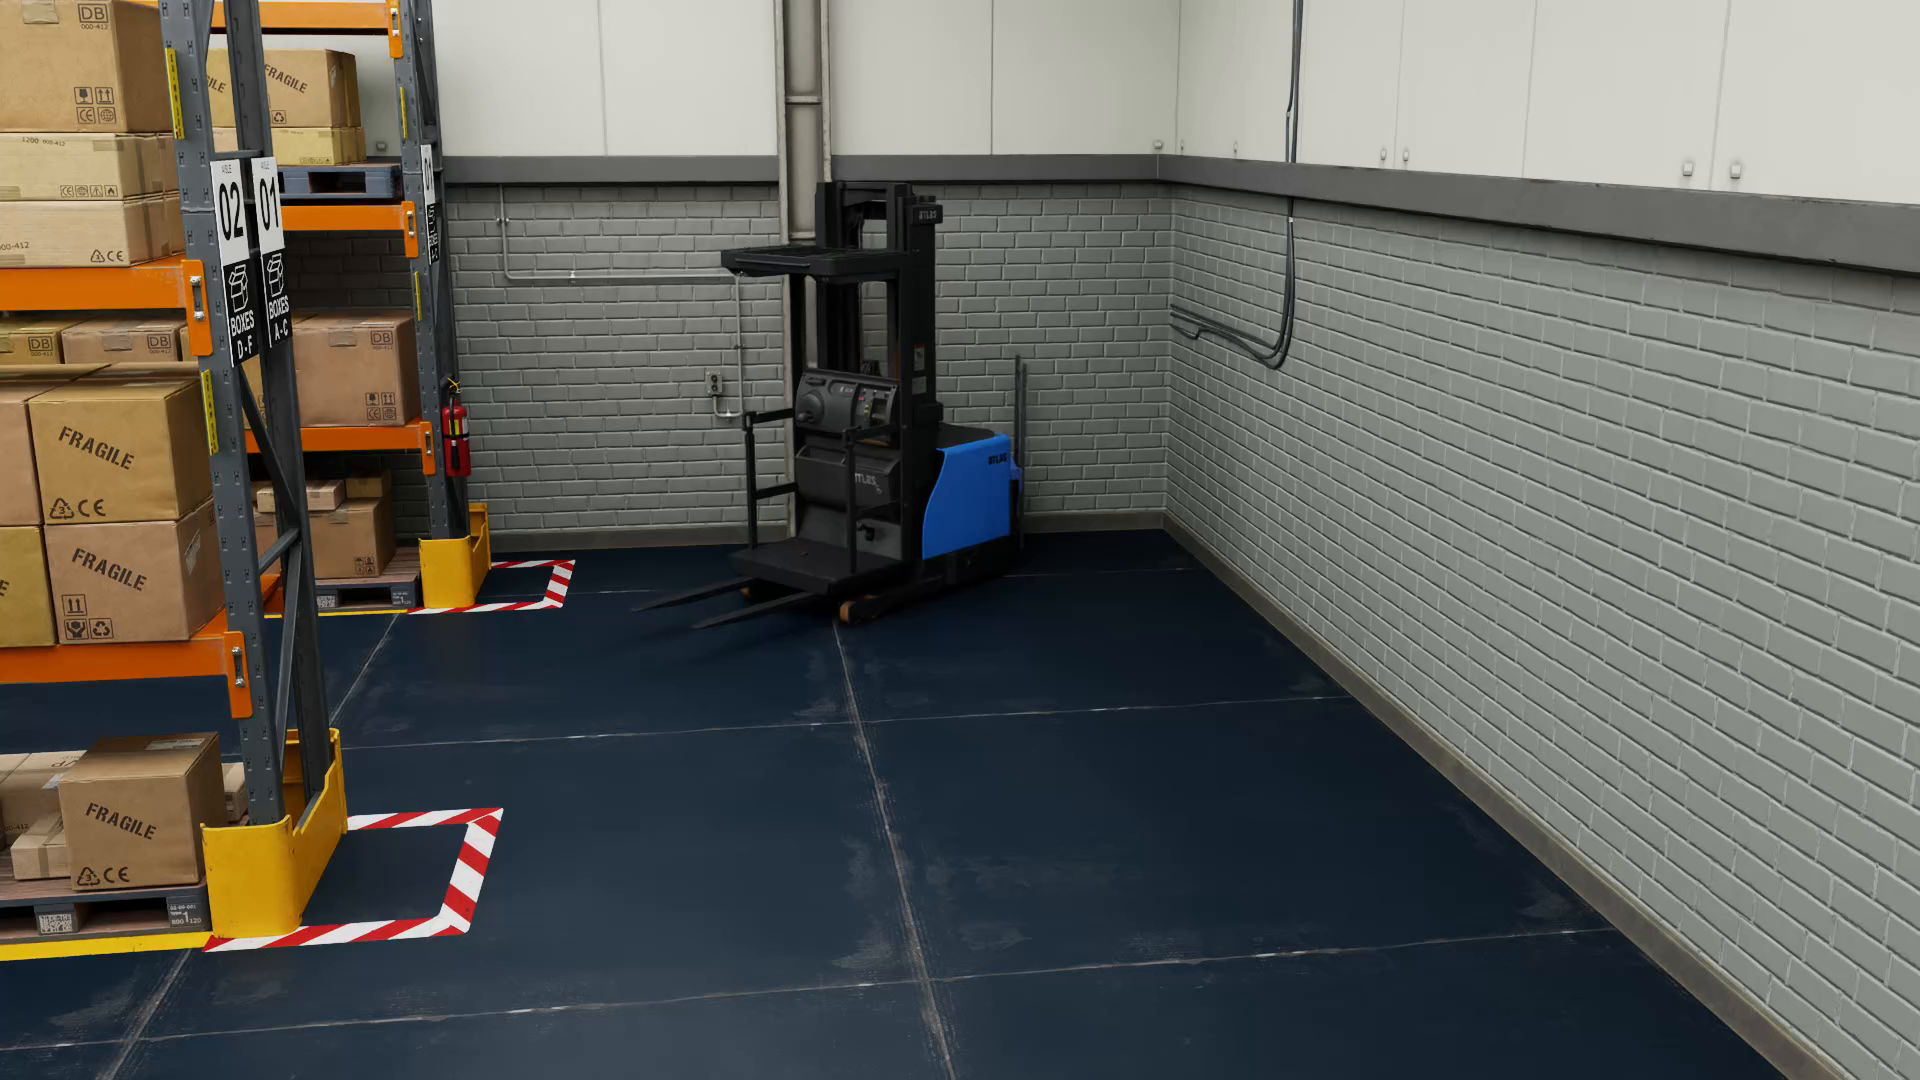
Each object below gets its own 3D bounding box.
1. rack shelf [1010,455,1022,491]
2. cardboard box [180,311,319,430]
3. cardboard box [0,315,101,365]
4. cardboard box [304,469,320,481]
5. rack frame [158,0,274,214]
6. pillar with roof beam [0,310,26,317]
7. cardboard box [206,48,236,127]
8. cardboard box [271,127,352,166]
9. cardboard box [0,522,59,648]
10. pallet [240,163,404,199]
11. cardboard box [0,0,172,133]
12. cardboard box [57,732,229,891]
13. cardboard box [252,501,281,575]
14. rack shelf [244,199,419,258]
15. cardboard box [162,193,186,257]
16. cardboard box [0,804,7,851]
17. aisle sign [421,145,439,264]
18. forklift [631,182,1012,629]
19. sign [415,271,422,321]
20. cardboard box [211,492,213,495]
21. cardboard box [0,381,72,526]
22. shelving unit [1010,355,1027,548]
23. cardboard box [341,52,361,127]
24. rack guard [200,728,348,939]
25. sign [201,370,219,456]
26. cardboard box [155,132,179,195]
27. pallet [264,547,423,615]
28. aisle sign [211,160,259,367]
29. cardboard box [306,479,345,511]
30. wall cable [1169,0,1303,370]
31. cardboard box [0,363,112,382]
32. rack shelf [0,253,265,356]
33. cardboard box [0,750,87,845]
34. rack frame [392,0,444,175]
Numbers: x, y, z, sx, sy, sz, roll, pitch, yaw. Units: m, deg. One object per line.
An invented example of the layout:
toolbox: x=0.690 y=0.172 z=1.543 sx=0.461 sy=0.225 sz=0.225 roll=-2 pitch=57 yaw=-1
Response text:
rack shelf: x=-0.026 y=-0.540 z=13.509 sx=1.000 sy=0.185 sz=0.538 roll=-1 pitch=15 yaw=-5
cardboard box: x=-4.964 y=-1.206 z=11.747 sx=0.700 sy=0.700 sz=0.980 roll=-2 pitch=14 yaw=-9
cardboard box: x=-6.437 y=-1.152 z=11.531 sx=0.700 sy=0.700 sz=0.980 roll=-2 pitch=14 yaw=-10
cardboard box: x=-4.827 y=-0.401 z=12.095 sx=0.250 sy=0.149 sz=0.380 roll=-2 pitch=14 yaw=-8
rack frame: x=-3.001 y=-2.829 z=6.502 sx=0.127 sy=3.000 sz=1.000 roll=-2 pitch=14 yaw=-8
pillar with roof beam: x=-6.494 y=-3.073 z=7.476 sx=0.400 sy=9.000 sz=9.100 roll=-2 pitch=14 yaw=-8
cardboard box: x=-4.923 y=-3.001 z=11.052 sx=0.500 sy=0.500 sz=0.500 roll=-2 pitch=14 yaw=-7
cardboard box: x=-4.428 y=-2.654 z=11.212 sx=0.500 sy=0.250 sz=0.500 roll=-2 pitch=14 yaw=-7
cardboard box: x=-3.916 y=0.134 z=6.815 sx=0.500 sy=0.500 sz=0.500 roll=-2 pitch=14 yaw=-8
pallet: x=-4.475 y=-2.493 z=11.511 sx=1.213 sy=0.211 sz=1.003 roll=-2 pitch=14 yaw=-8
cardboard box: x=-3.507 y=-1.885 z=6.643 sx=0.500 sy=0.500 sz=0.700 roll=-2 pitch=14 yaw=-8
cardboard box: x=-3.502 y=1.159 z=7.167 sx=0.500 sy=0.500 sz=0.500 roll=-2 pitch=14 yaw=-8
cardboard box: x=-4.915 y=-0.034 z=11.966 sx=0.500 sy=0.500 sz=0.700 roll=-2 pitch=14 yaw=-8
rack shelf: x=-5.721 y=-2.144 z=11.416 sx=4.000 sy=0.370 sz=1.077 roll=-2 pitch=14 yaw=-8
cardboard box: x=-3.547 y=-1.343 z=7.054 sx=0.500 sy=0.250 sz=0.500 roll=-2 pitch=14 yaw=-8
cardboard box: x=-4.446 y=1.308 z=7.089 sx=0.500 sy=0.250 sz=0.500 roll=-2 pitch=14 yaw=-8
aisle sign: x=-3.627 y=-2.302 z=11.389 sx=0.004 sy=0.787 sz=0.394 roll=-2 pitch=14 yaw=-8
forklift: x=-0.942 y=-0.977 z=11.593 sx=1.130 sy=2.935 sz=3.031 roll=12 pitch=18 yaw=39
sign: x=-3.676 y=-1.656 z=11.290 sx=0.005 sy=0.325 sz=0.100 roll=-2 pitch=14 yaw=-8
cardboard box: x=-3.479 y=-0.015 z=7.408 sx=0.500 sy=0.500 sz=0.500 roll=-2 pitch=14 yaw=-7
cardboard box: x=-3.900 y=-0.351 z=6.696 sx=0.500 sy=0.500 sz=0.500 roll=-2 pitch=14 yaw=-7
shelving unit: x=-0.024 y=-0.714 z=13.463 sx=1.048 sy=1.500 sz=0.538 roll=-1 pitch=15 yaw=-5
cardboard box: x=-4.501 y=-3.140 z=11.607 sx=0.500 sy=0.500 sz=0.500 roll=-3 pitch=14 yaw=-10
rack guard: x=-3.076 y=1.296 z=7.524 sx=0.348 sy=0.500 sz=1.175 roll=-2 pitch=14 yaw=-8
sign: x=-2.938 y=-0.499 z=6.517 sx=0.005 sy=0.325 sz=0.100 roll=-2 pitch=14 yaw=-8
cardboard box: x=-3.548 y=-1.587 z=6.999 sx=0.500 sy=0.250 sz=0.500 roll=-2 pitch=14 yaw=-8
pallet: x=-4.522 y=0.290 z=12.131 sx=1.213 sy=0.211 sz=1.003 roll=-2 pitch=14 yaw=-8
aisle sign: x=-2.888 y=-1.108 z=6.631 sx=0.004 sy=0.787 sz=0.394 roll=-2 pitch=14 yaw=-8
cardboard box: x=-4.520 y=-0.318 z=11.766 sx=0.250 sy=0.149 sz=0.380 roll=-2 pitch=14 yaw=-9
wall cable: x=1.903 y=-2.633 z=12.105 sx=0.112 sy=2.526 sz=3.097 roll=-2 pitch=14 yaw=-8
cardboard box: x=-3.995 y=-0.479 z=7.204 sx=0.500 sy=0.500 sz=0.500 roll=-2 pitch=14 yaw=-8
rack shelf: x=-4.979 y=-0.952 z=6.665 sx=4.000 sy=0.370 sz=1.077 roll=-2 pitch=14 yaw=-8
cardboard box: x=-4.076 y=1.171 z=7.634 sx=0.500 sy=0.250 sz=0.500 roll=-2 pitch=14 yaw=-8
rack frame: x=-3.743 y=-4.020 z=11.252 sx=0.127 sy=3.000 sz=1.000 roll=-2 pitch=14 yaw=-8
